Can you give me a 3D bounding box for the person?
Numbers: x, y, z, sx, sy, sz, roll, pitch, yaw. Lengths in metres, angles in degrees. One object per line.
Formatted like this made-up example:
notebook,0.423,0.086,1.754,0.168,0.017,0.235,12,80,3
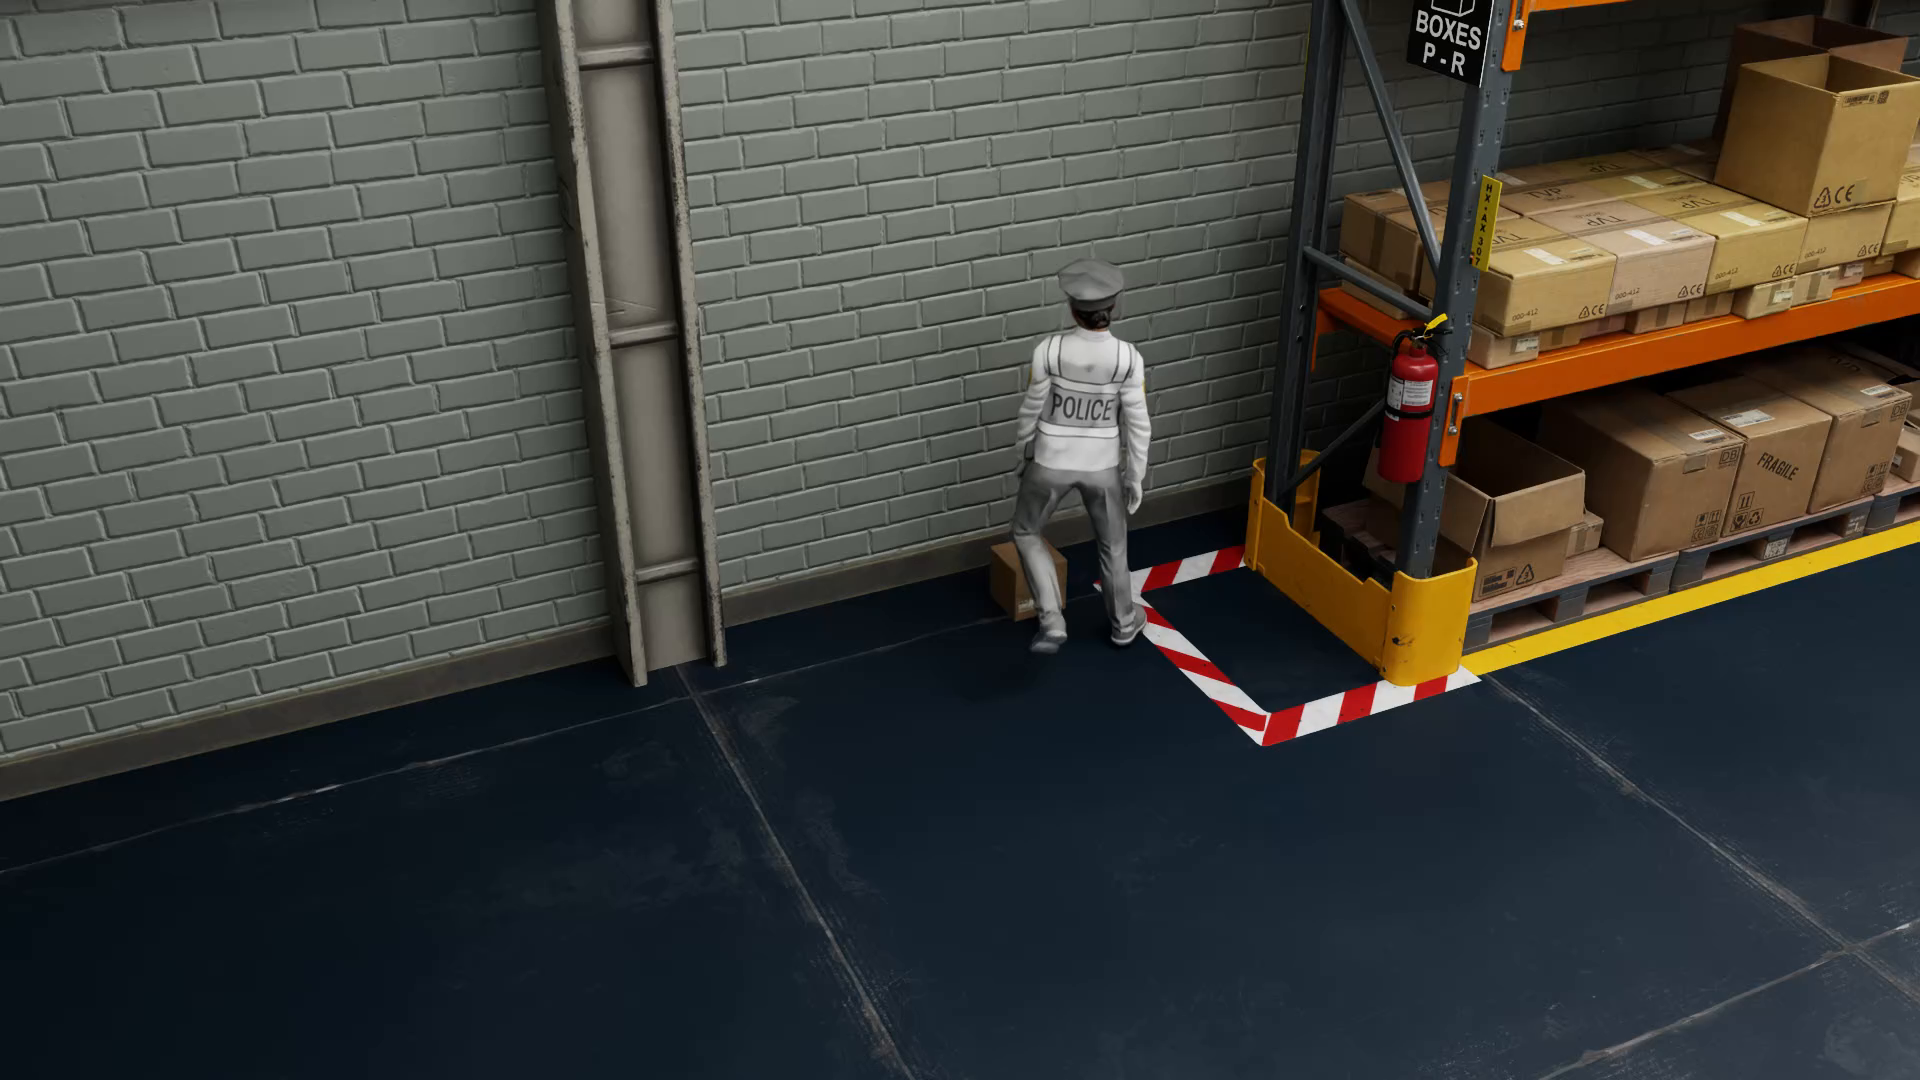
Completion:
person,0.510,-0.268,6.547,0.598,1.664,0.554,-1,30,-2
